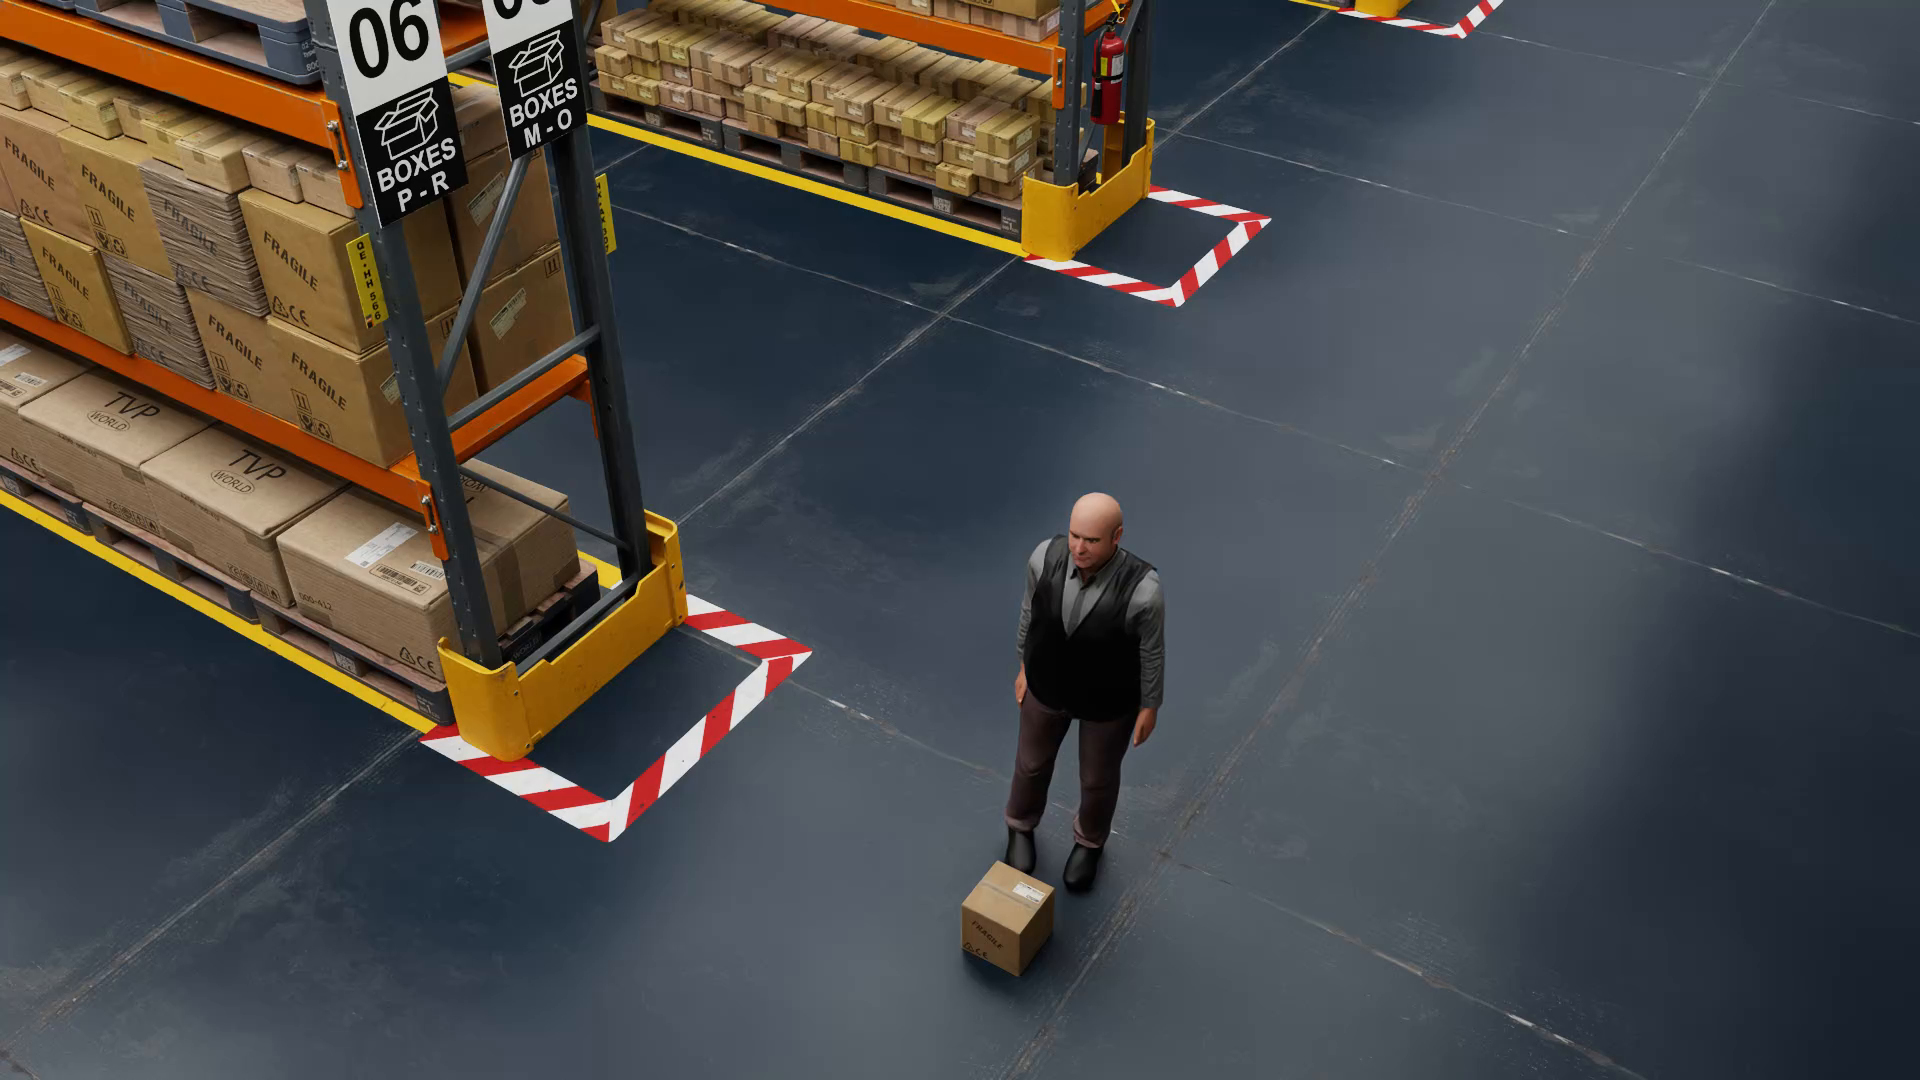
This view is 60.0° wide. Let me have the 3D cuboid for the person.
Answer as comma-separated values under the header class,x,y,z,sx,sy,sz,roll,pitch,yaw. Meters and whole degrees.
class,x,y,z,sx,sy,sz,roll,pitch,yaw
person,0.439,0.563,5.972,0.572,1.721,0.402,17,41,21
